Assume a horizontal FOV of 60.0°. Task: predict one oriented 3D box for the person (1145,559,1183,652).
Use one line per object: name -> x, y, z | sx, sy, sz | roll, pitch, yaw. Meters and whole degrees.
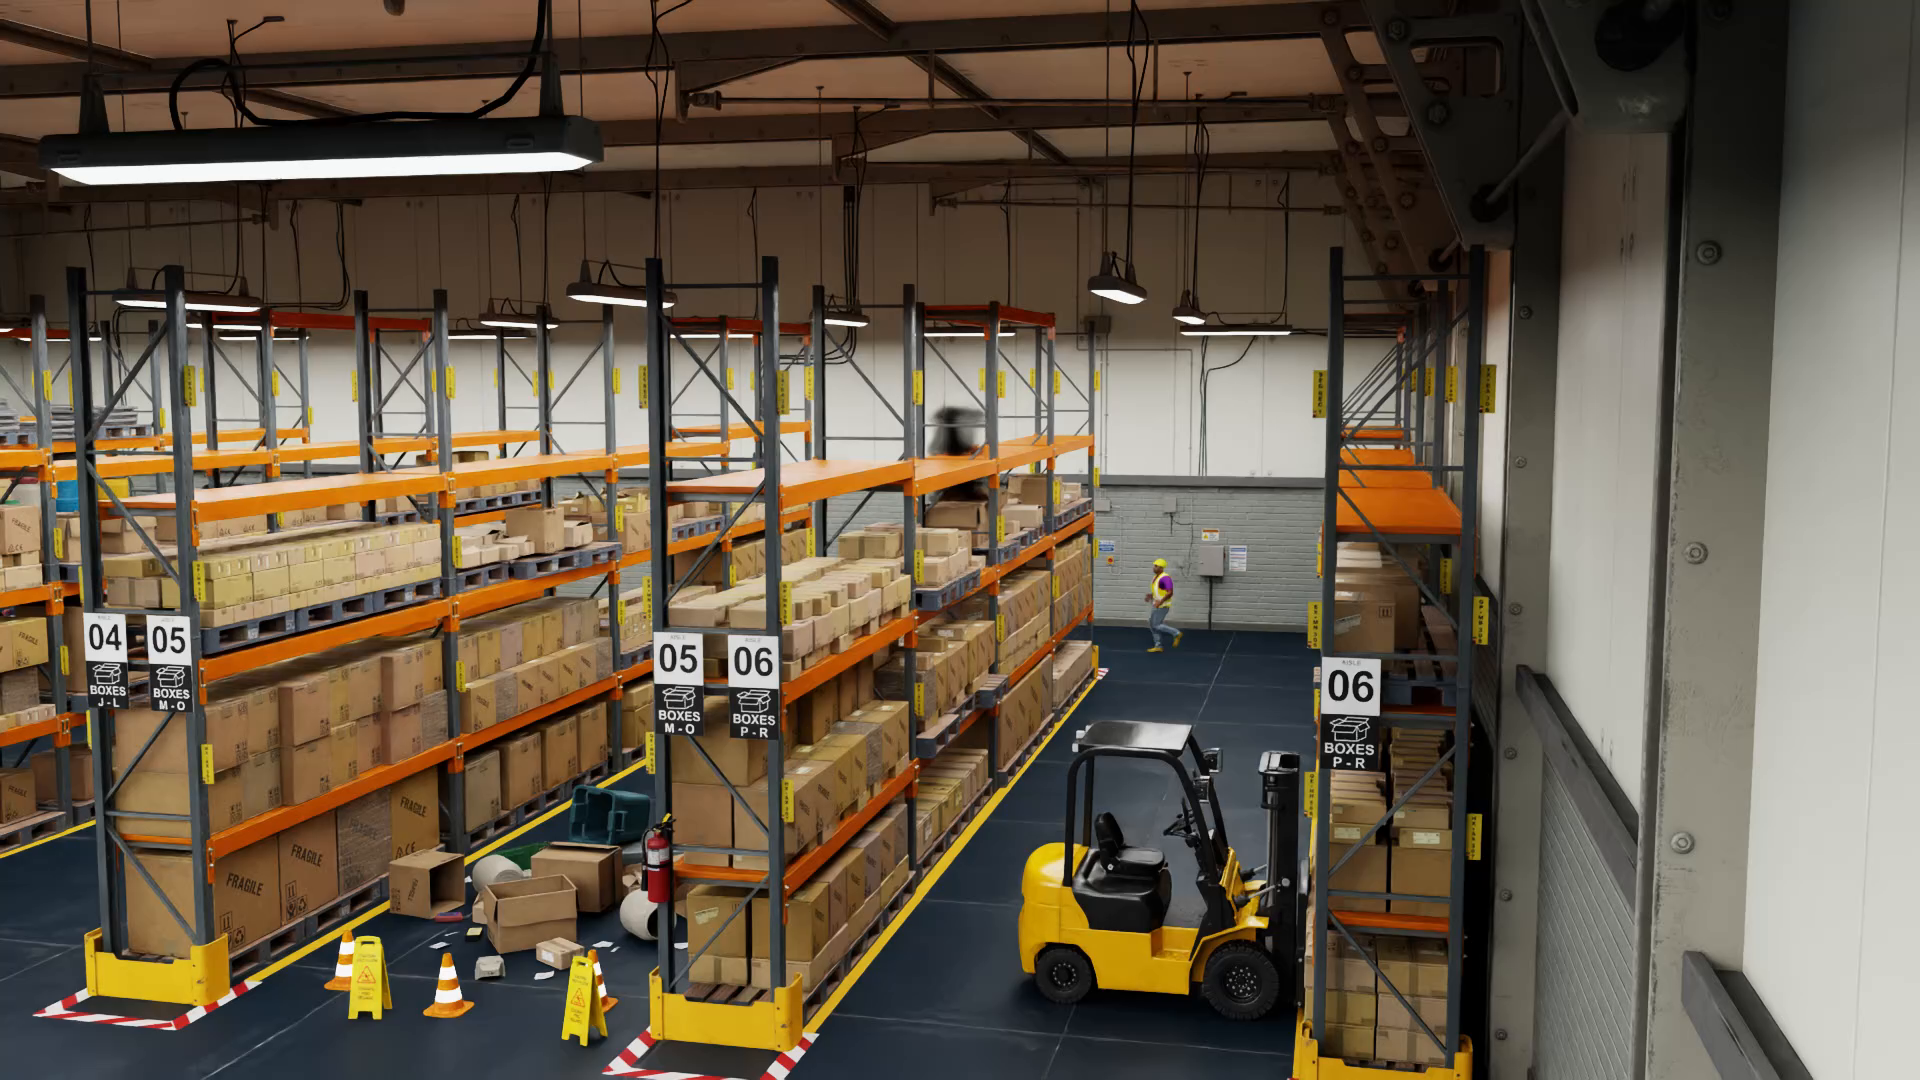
person -> 3.765, 1.206, 30.734 | 0.649, 1.742, 0.693 | -1, 6, -6
